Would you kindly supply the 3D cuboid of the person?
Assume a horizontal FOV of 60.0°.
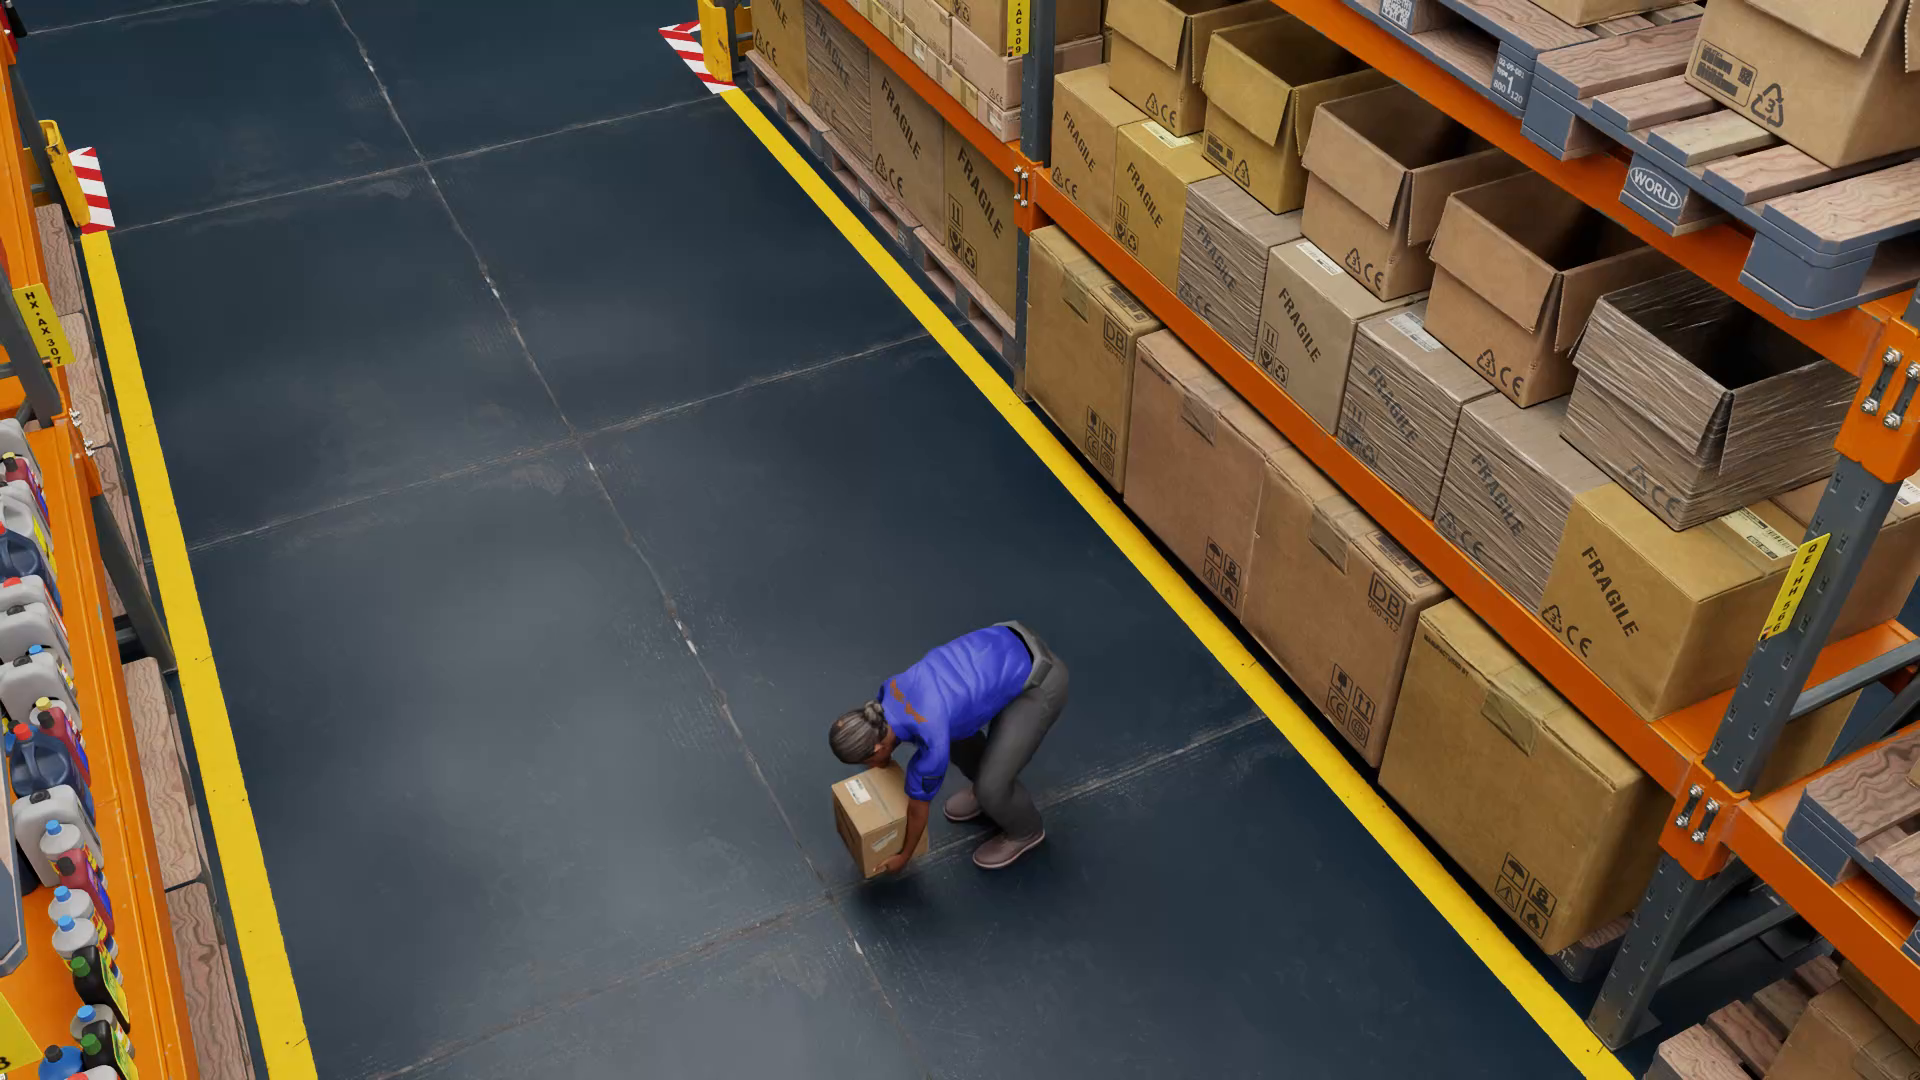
[{"bbox_3d":[-0.043,0.774,5.822,0.876,0.954,0.445,-20,45,-21],"label":"person"}]
